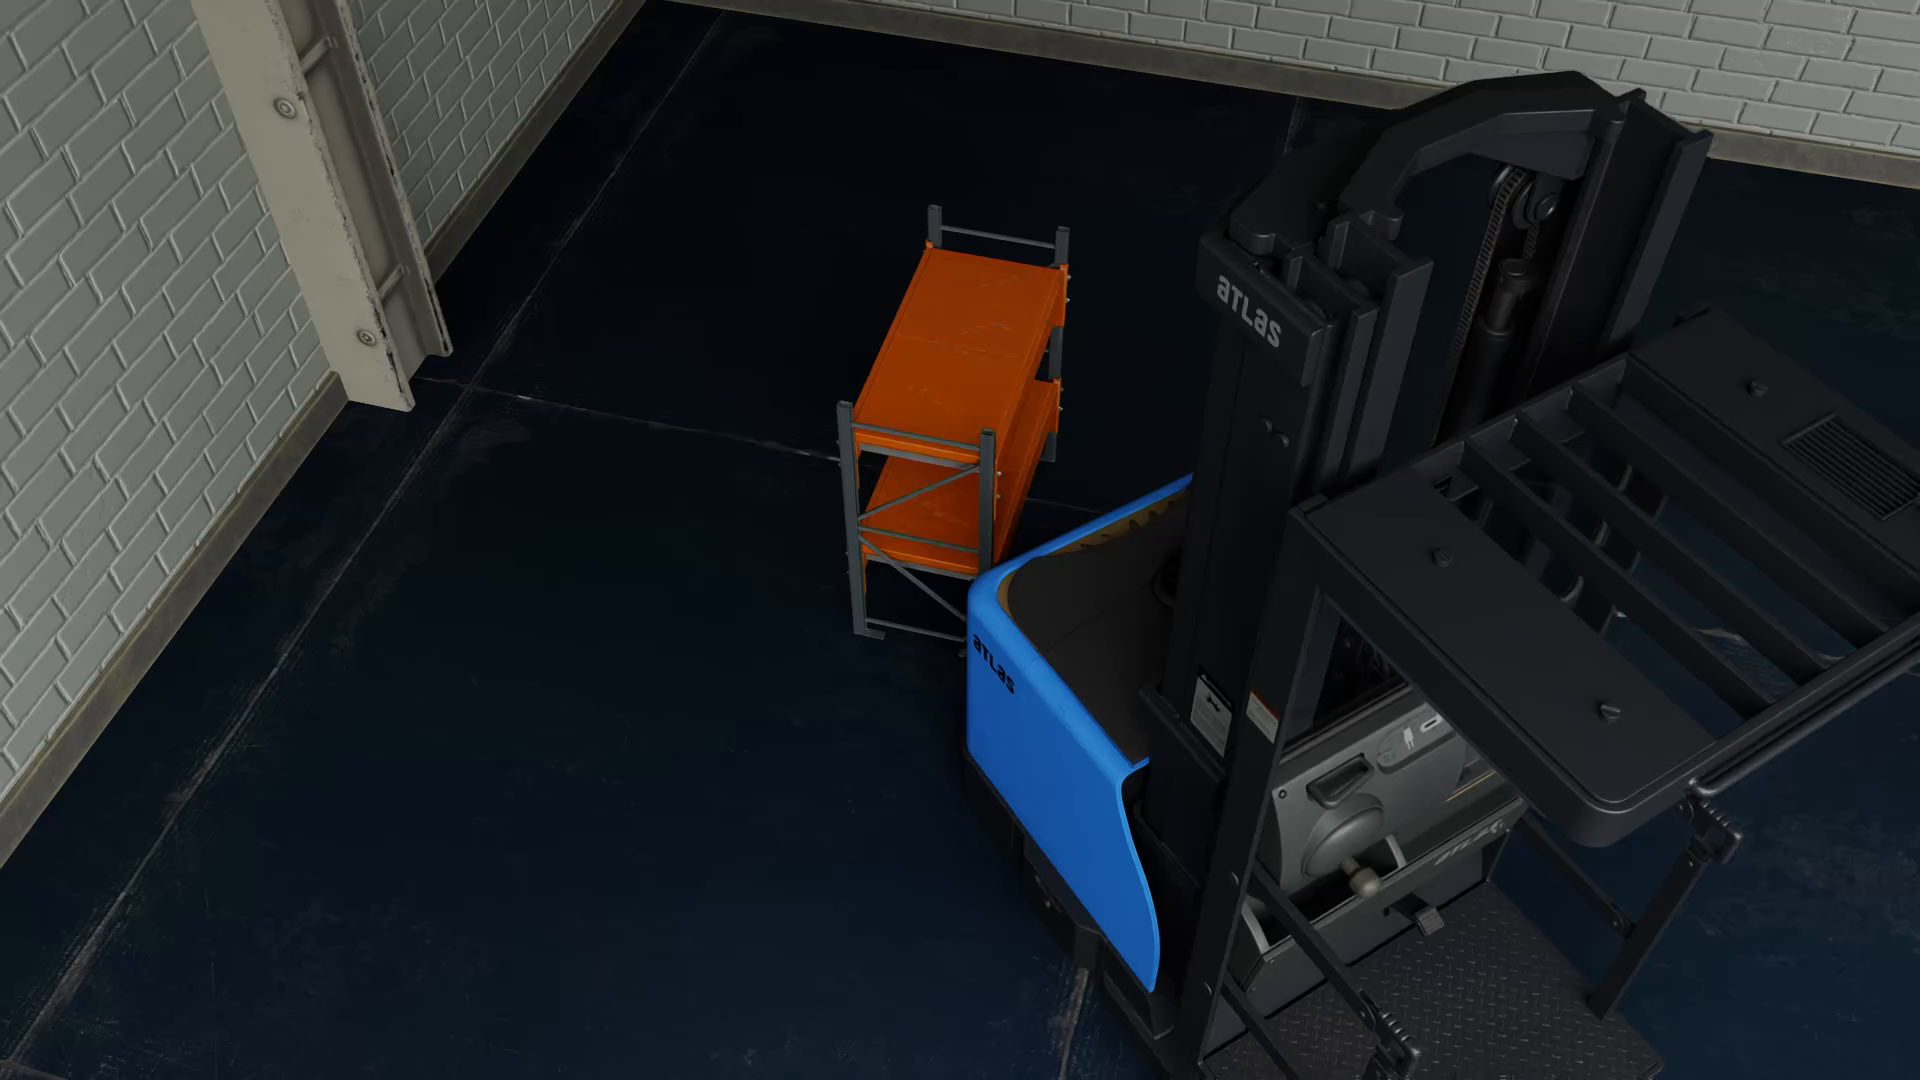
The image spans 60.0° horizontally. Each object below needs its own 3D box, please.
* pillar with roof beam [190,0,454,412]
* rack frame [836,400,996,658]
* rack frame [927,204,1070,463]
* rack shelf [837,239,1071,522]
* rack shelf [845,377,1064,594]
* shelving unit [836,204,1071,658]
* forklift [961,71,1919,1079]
[{"bbox_3d":[1.837,-2.818,2.735,9.100,9.000,0.400,12,50,10],"label":"pillar with roof beam"},{"bbox_3d":[-0.136,0.000,5.499,0.500,1.125,0.032,12,50,10],"label":"rack frame"},{"bbox_3d":[0.132,-0.735,6.148,0.500,1.125,0.032,12,50,10],"label":"rack frame"},{"bbox_3d":[-0.002,-0.561,5.605,0.538,0.278,1.000,12,50,10],"label":"rack shelf"},{"bbox_3d":[-0.002,-0.206,6.007,0.538,0.278,1.000,12,50,10],"label":"rack shelf"},{"bbox_3d":[-0.002,-0.367,5.824,0.538,1.125,1.048,12,50,10],"label":"shelving unit"},{"bbox_3d":[1.210,0.604,3.762,1.130,2.935,3.031,-25,53,-21],"label":"forklift"}]
